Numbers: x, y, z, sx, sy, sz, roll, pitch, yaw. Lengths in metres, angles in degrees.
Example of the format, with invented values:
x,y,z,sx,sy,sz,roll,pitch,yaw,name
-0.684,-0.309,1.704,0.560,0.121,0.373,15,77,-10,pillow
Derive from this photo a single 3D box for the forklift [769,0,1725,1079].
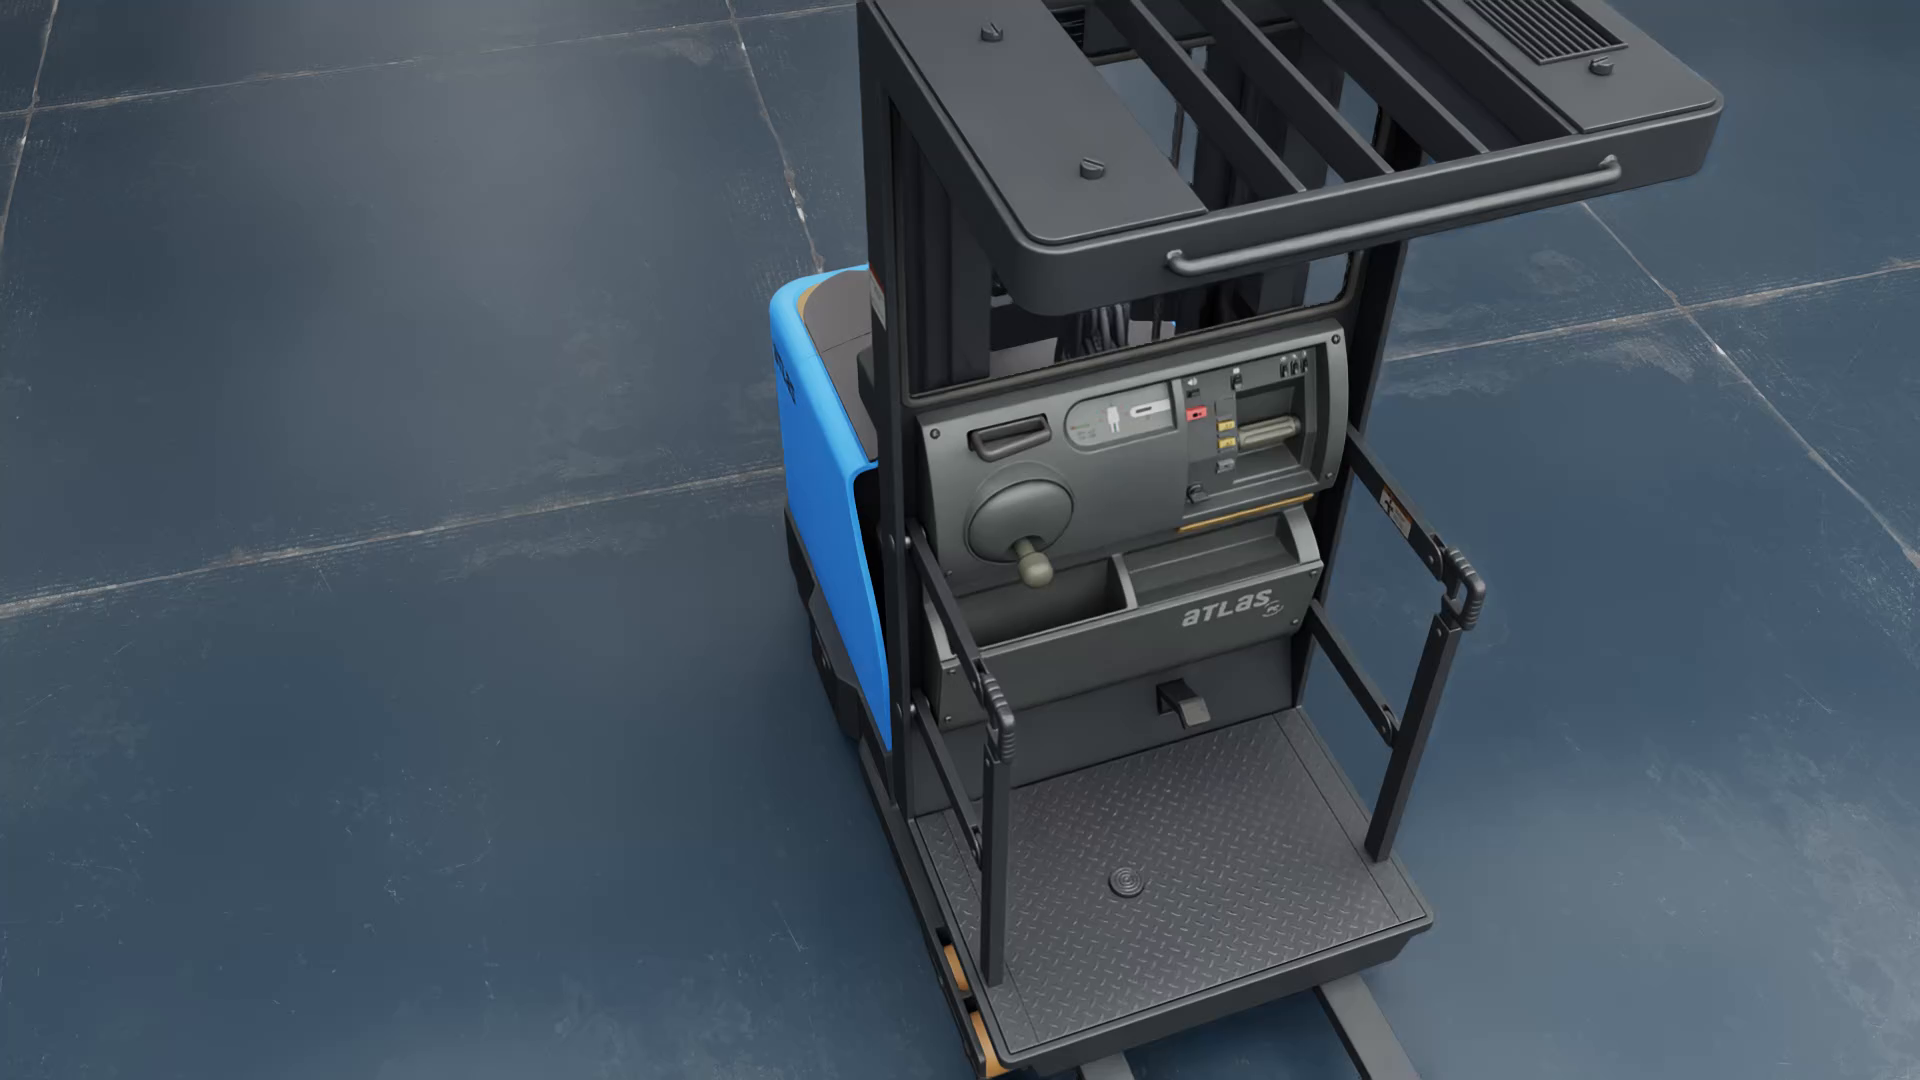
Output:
x,y,z,sx,sy,sz,roll,pitch,yaw,name
0.447,-0.080,3.277,1.130,2.935,3.031,-14,47,-14,forklift
